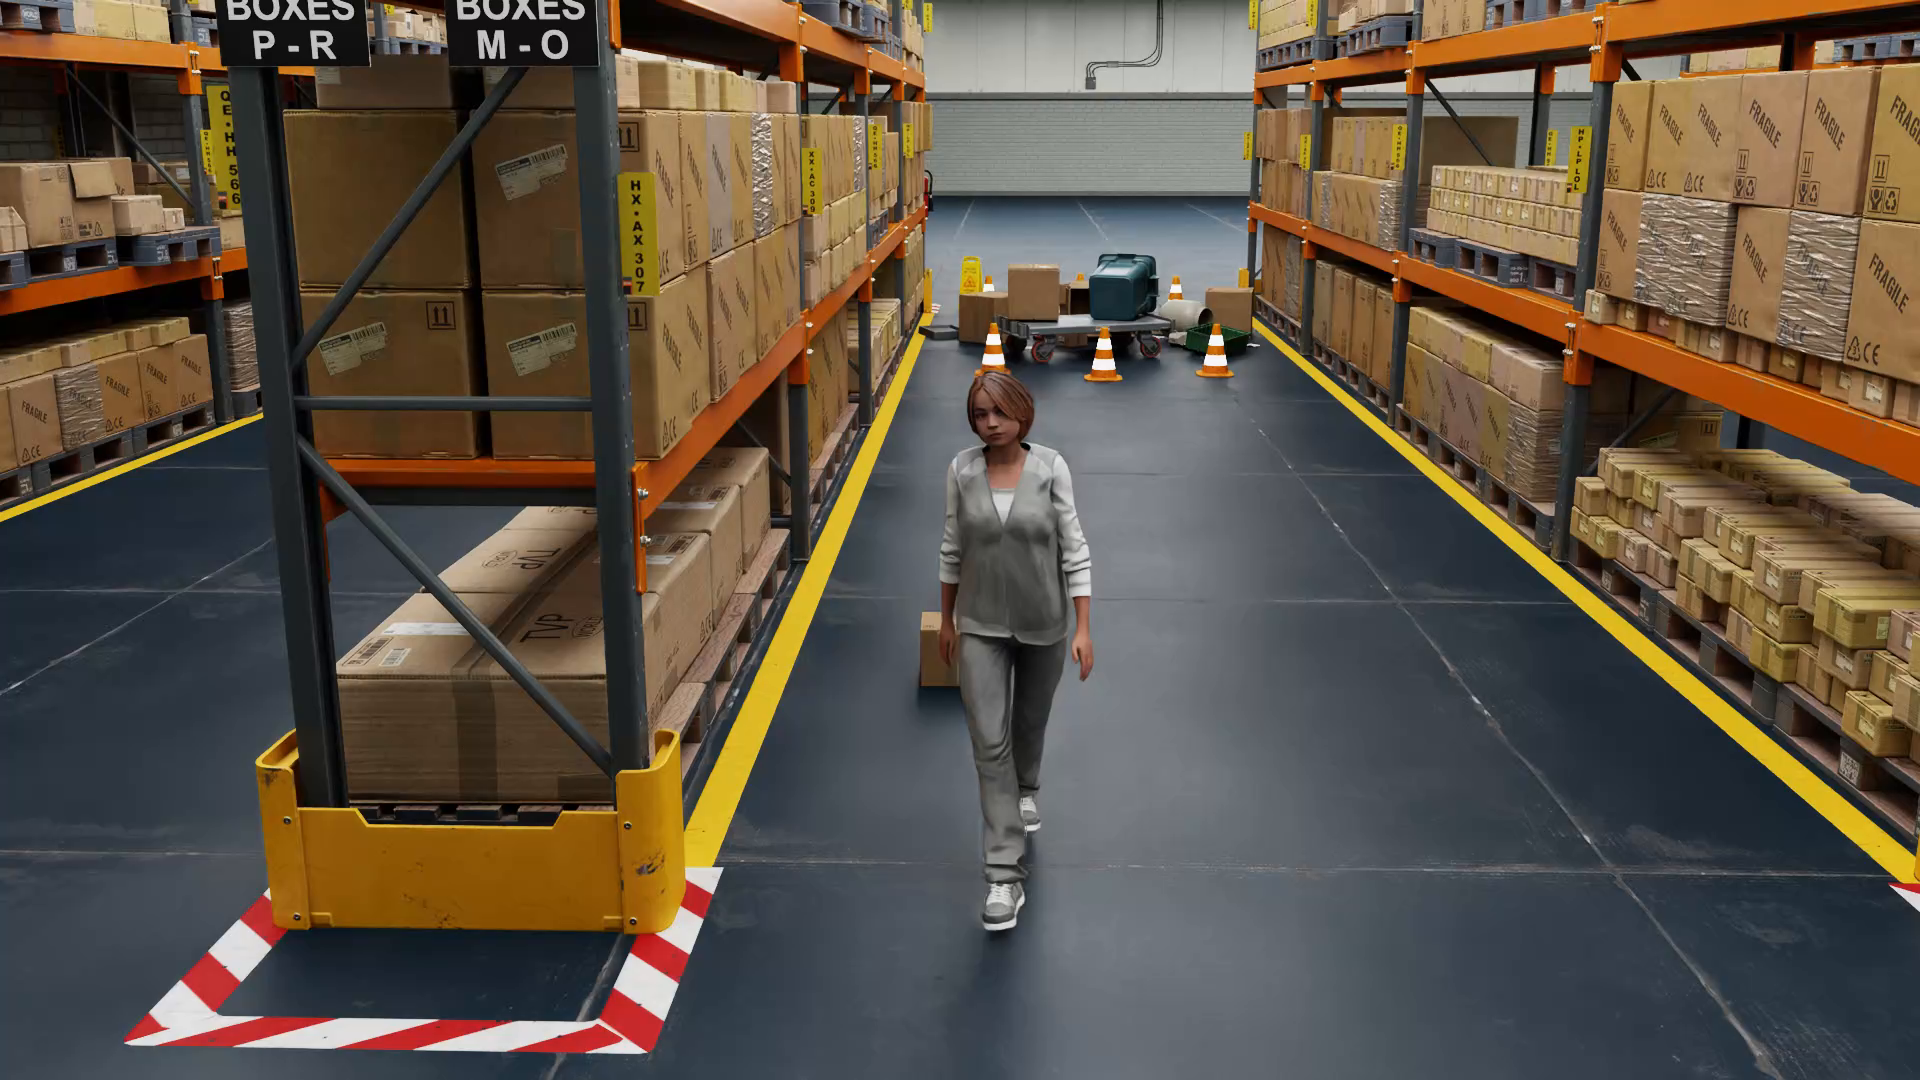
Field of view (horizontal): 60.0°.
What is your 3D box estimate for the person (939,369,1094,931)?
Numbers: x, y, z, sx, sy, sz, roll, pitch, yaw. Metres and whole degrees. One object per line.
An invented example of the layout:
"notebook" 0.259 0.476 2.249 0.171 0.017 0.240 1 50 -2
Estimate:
"person" 0.162 0.270 4.932 0.457 1.532 0.925 0 14 1
